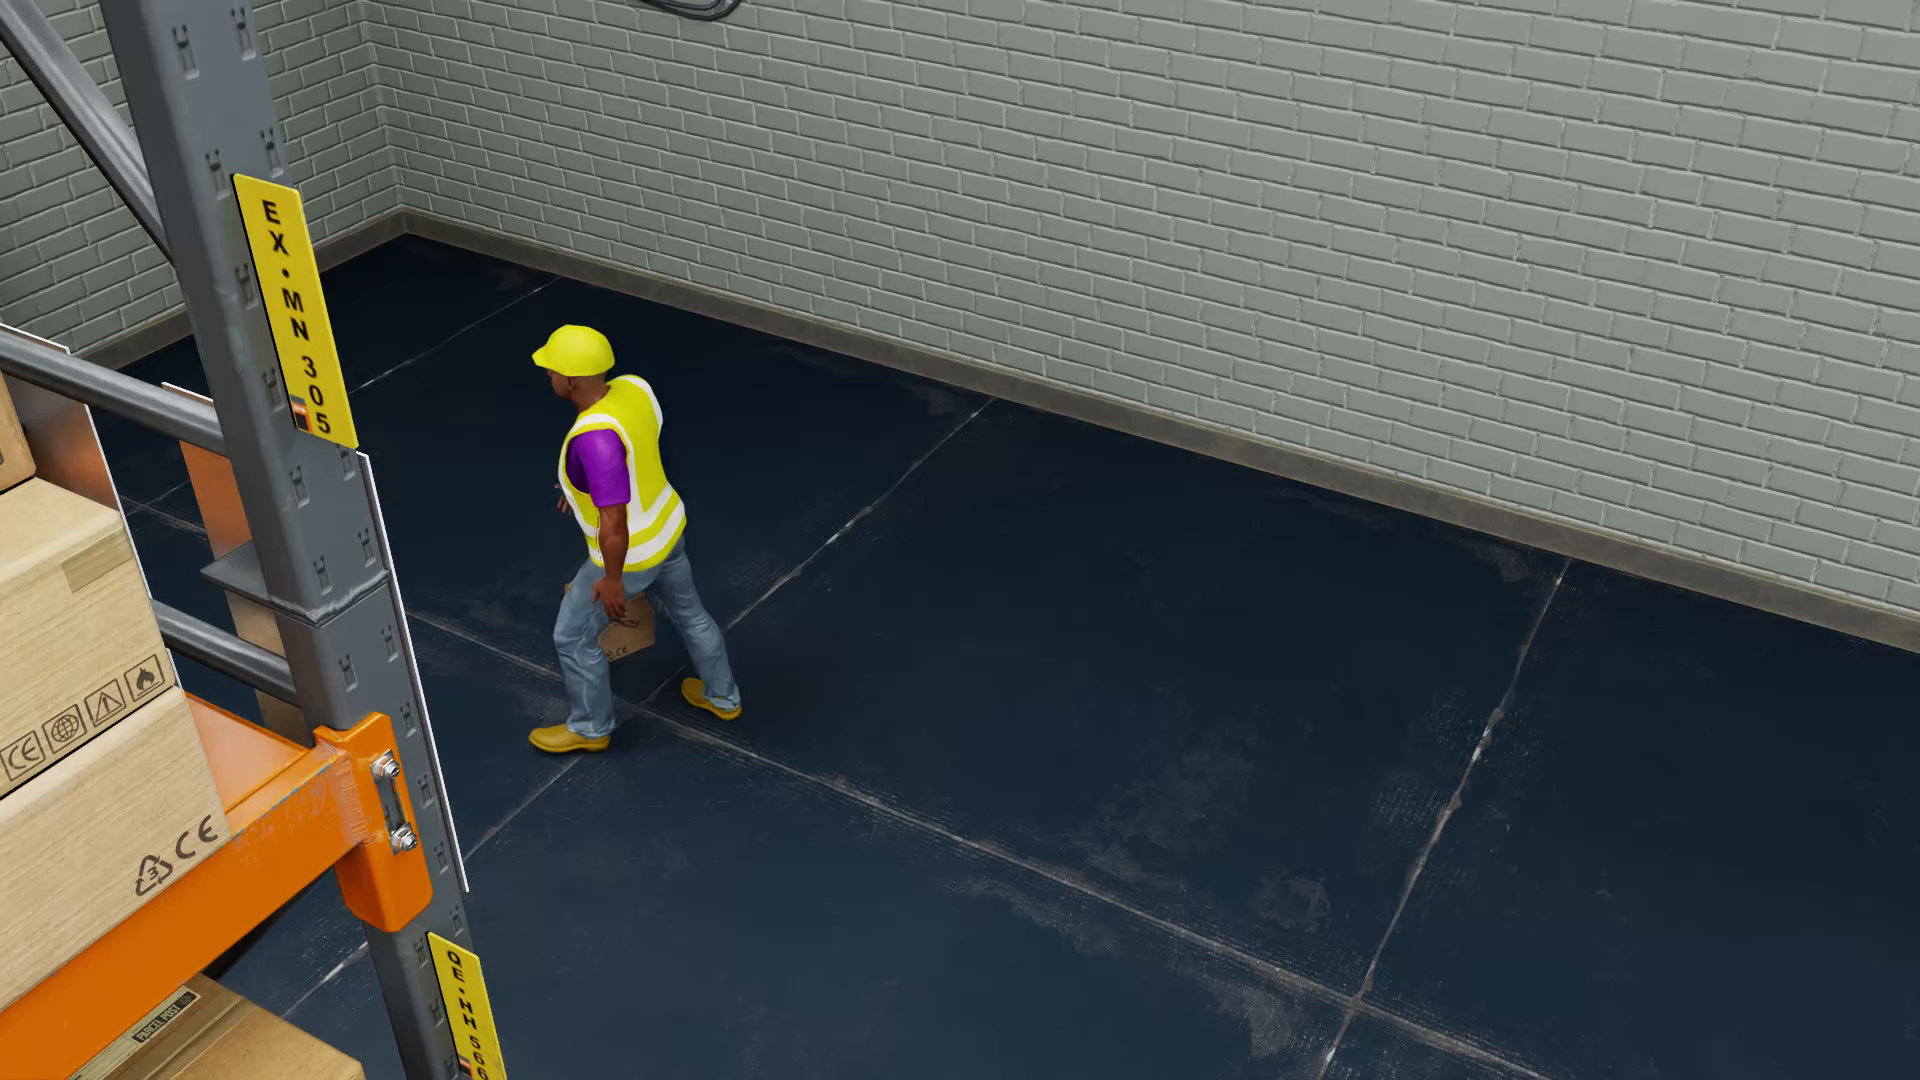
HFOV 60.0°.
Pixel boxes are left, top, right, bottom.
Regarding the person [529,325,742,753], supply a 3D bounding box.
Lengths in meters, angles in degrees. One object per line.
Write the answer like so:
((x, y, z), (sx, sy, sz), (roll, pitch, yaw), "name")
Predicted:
((-1.243, -0.004, 6.150), (0.735, 1.724, 0.670), (8, 35, 12), "person")
